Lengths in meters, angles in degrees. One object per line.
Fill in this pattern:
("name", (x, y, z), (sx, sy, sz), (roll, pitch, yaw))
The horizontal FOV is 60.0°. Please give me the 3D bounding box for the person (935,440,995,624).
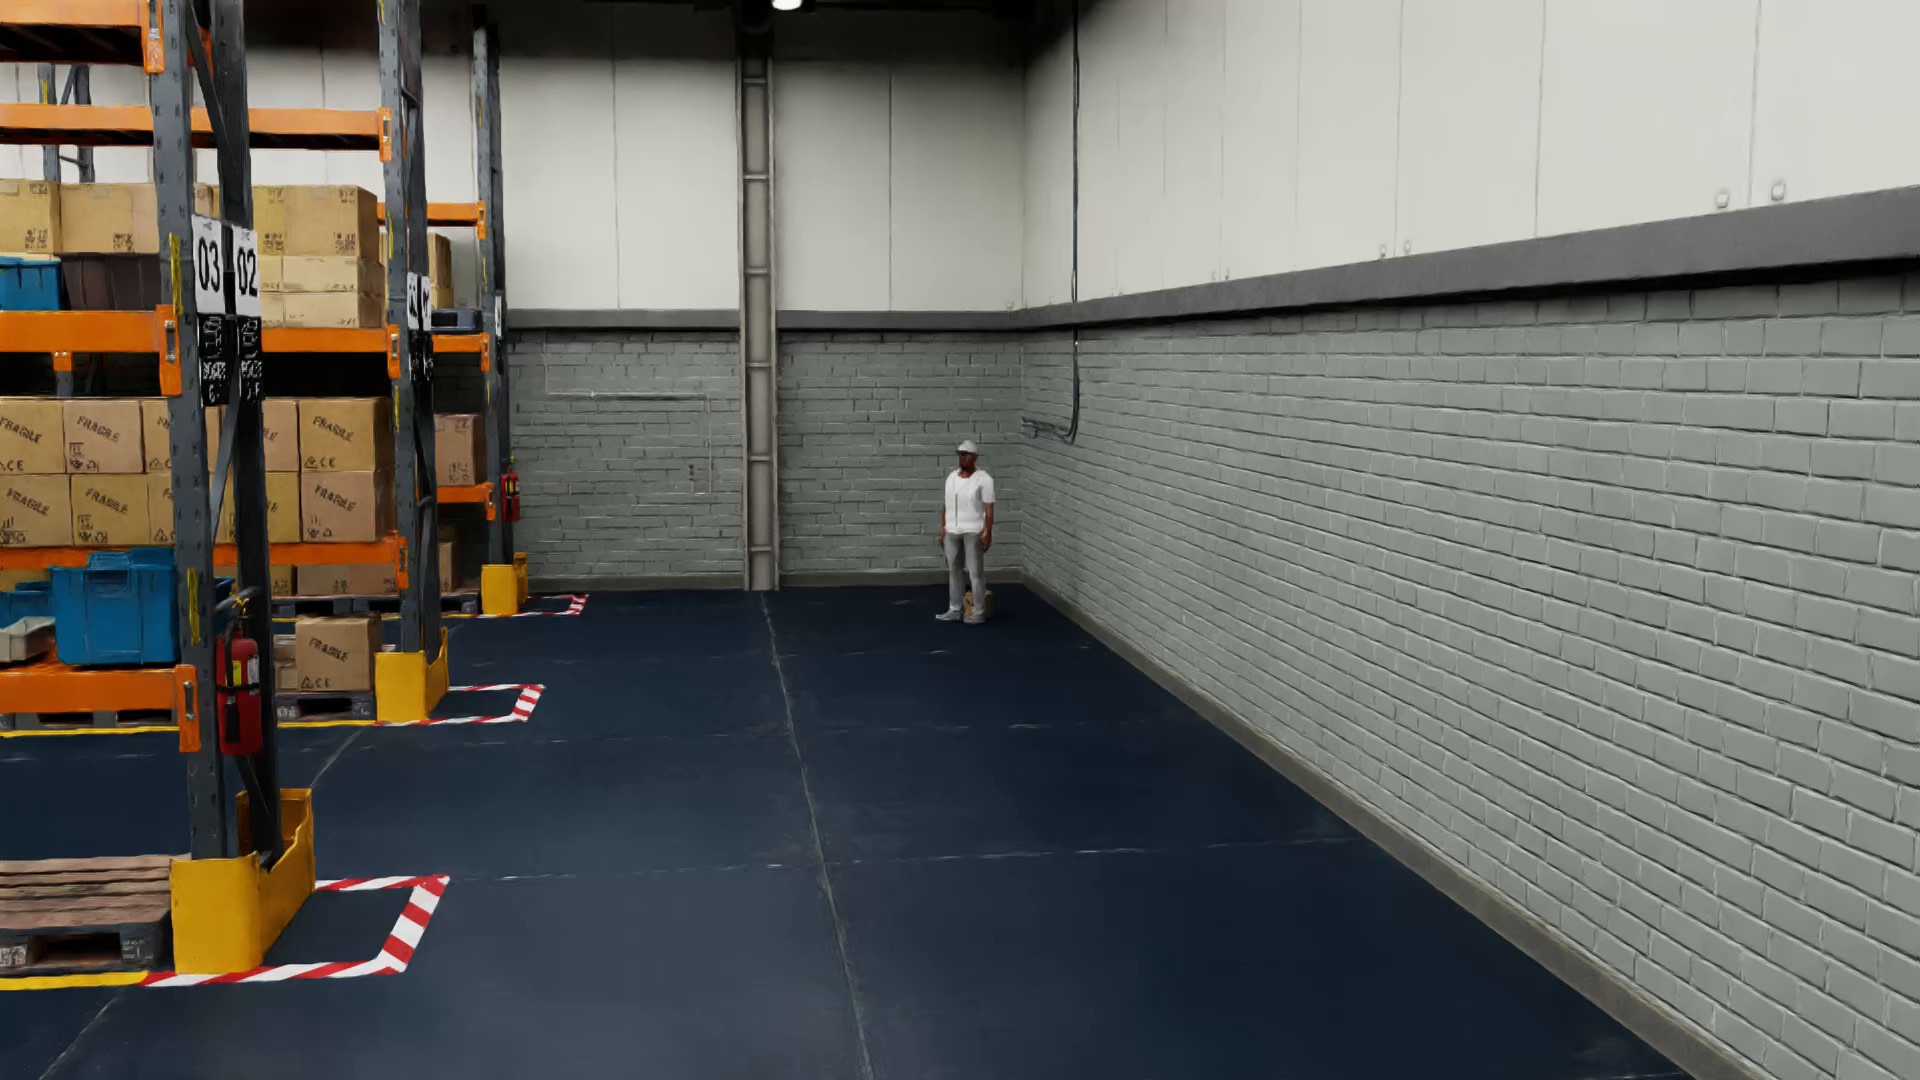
("person", (0.052, -0.079, 16.147), (0.573, 1.771, 0.376), (4, 8, 34))
